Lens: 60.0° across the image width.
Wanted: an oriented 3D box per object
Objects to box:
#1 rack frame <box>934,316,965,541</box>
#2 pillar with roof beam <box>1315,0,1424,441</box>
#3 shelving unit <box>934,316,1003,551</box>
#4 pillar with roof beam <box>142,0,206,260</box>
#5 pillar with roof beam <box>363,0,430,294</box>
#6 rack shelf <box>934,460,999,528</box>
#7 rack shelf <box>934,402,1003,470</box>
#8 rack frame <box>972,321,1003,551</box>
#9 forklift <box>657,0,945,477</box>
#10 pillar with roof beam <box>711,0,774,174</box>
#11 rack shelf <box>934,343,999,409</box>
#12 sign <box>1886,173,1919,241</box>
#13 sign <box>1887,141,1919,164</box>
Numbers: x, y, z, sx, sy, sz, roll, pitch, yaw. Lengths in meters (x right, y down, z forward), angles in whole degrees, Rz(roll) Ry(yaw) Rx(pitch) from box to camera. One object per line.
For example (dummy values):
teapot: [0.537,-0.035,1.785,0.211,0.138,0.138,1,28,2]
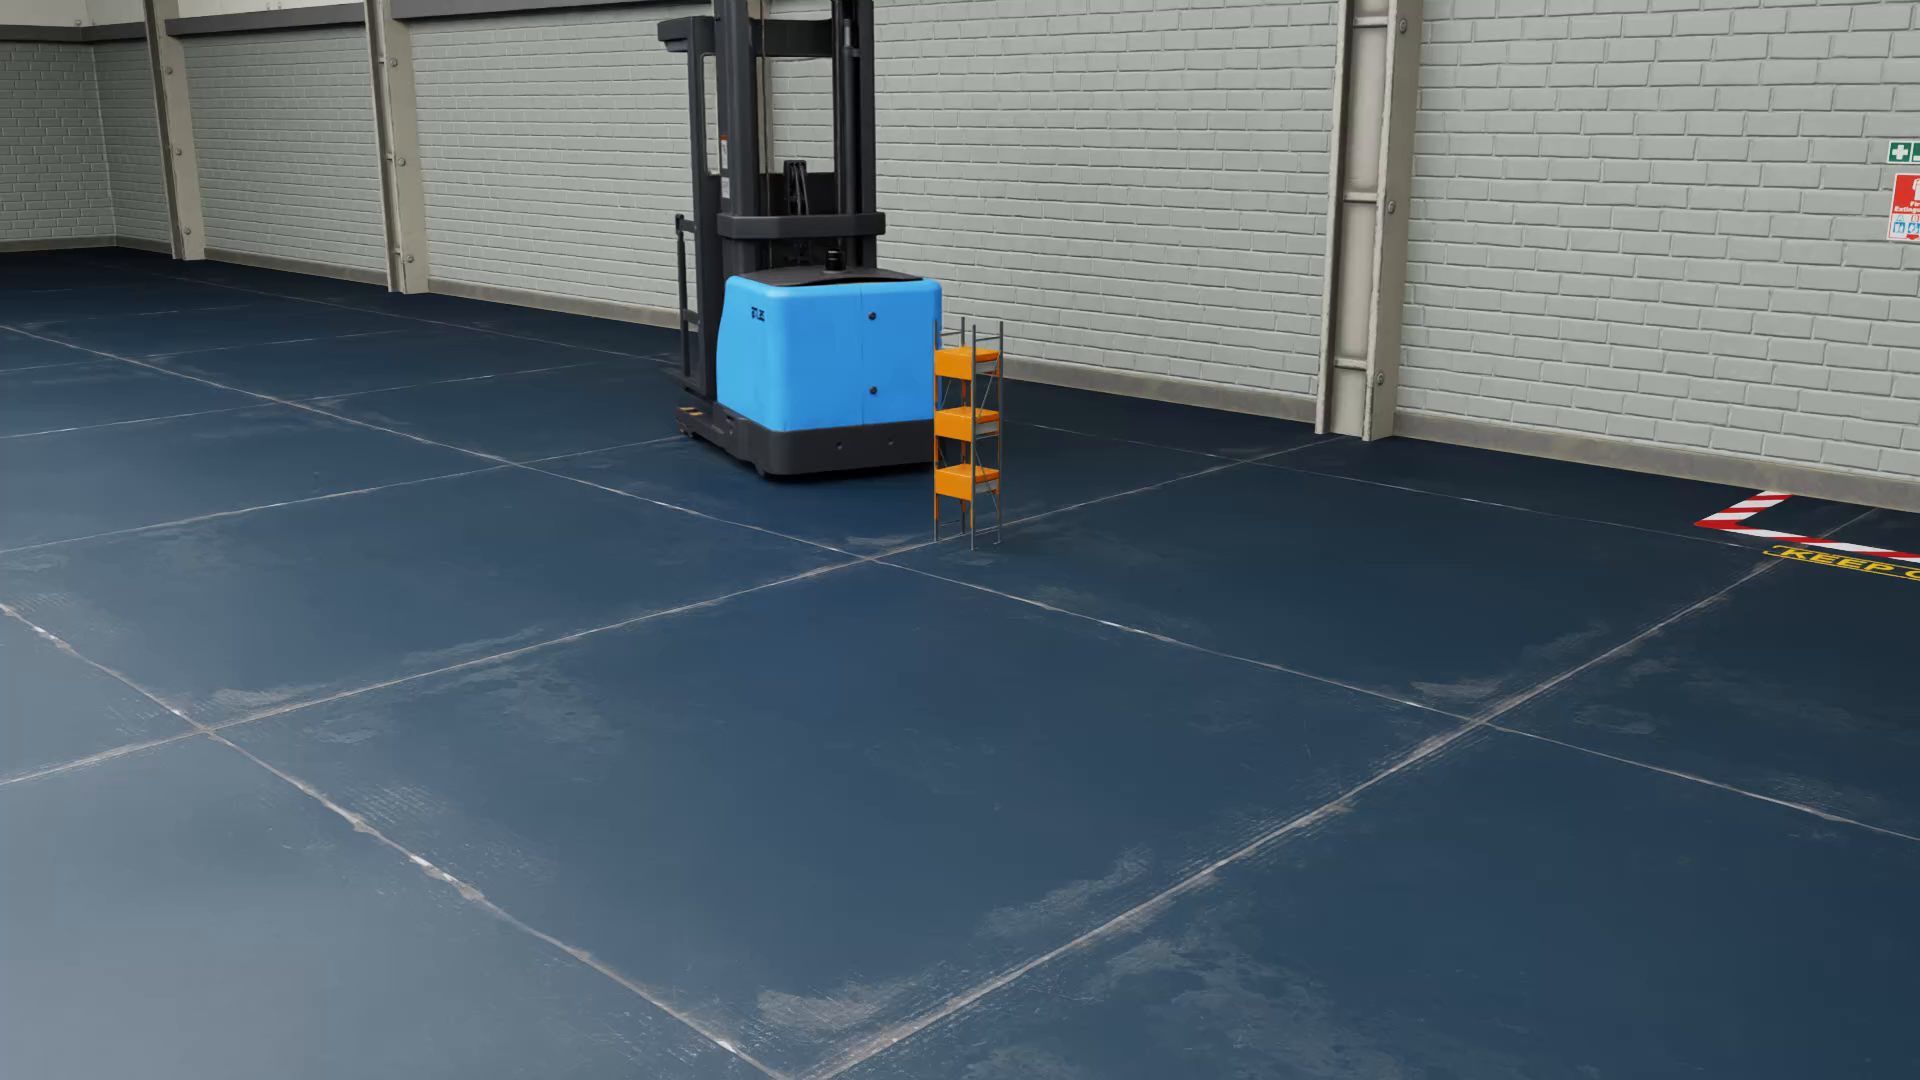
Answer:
rack frame: [-0.049,-0.520,7.846,0.008,1.050,0.200,14,20,42]
pillar with roof beam: [-0.494,-4.245,6.378,0.400,9.000,9.100,14,20,42]
shelving unit: [0.039,-0.499,7.764,0.252,1.050,0.215,14,20,42]
pillar with roof beam: [-13.452,-7.396,18.468,0.400,9.000,9.100,14,20,42]
pillar with roof beam: [-9.133,-6.346,14.438,0.400,9.000,9.100,14,20,42]
rack shelf: [0.039,-0.219,7.837,0.240,0.259,0.215,14,20,42]
rack shelf: [0.039,-0.488,7.766,0.240,0.259,0.215,14,20,42]
rack frame: [0.126,-0.477,7.682,0.008,1.050,0.200,14,20,42]
forklift: [-1.160,-2.092,10.149,1.130,2.935,3.031,-7,16,-24]
pillar with roof beam: [-4.813,-5.295,10.408,0.400,9.000,9.100,14,20,42]
rack shelf: [0.039,-0.763,7.695,0.240,0.259,0.215,14,20,42]
sign: [4.734,-1.646,8.229,0.234,0.329,0.001,14,20,42]
sign: [4.731,-1.900,8.153,0.331,0.109,0.001,14,20,42]
